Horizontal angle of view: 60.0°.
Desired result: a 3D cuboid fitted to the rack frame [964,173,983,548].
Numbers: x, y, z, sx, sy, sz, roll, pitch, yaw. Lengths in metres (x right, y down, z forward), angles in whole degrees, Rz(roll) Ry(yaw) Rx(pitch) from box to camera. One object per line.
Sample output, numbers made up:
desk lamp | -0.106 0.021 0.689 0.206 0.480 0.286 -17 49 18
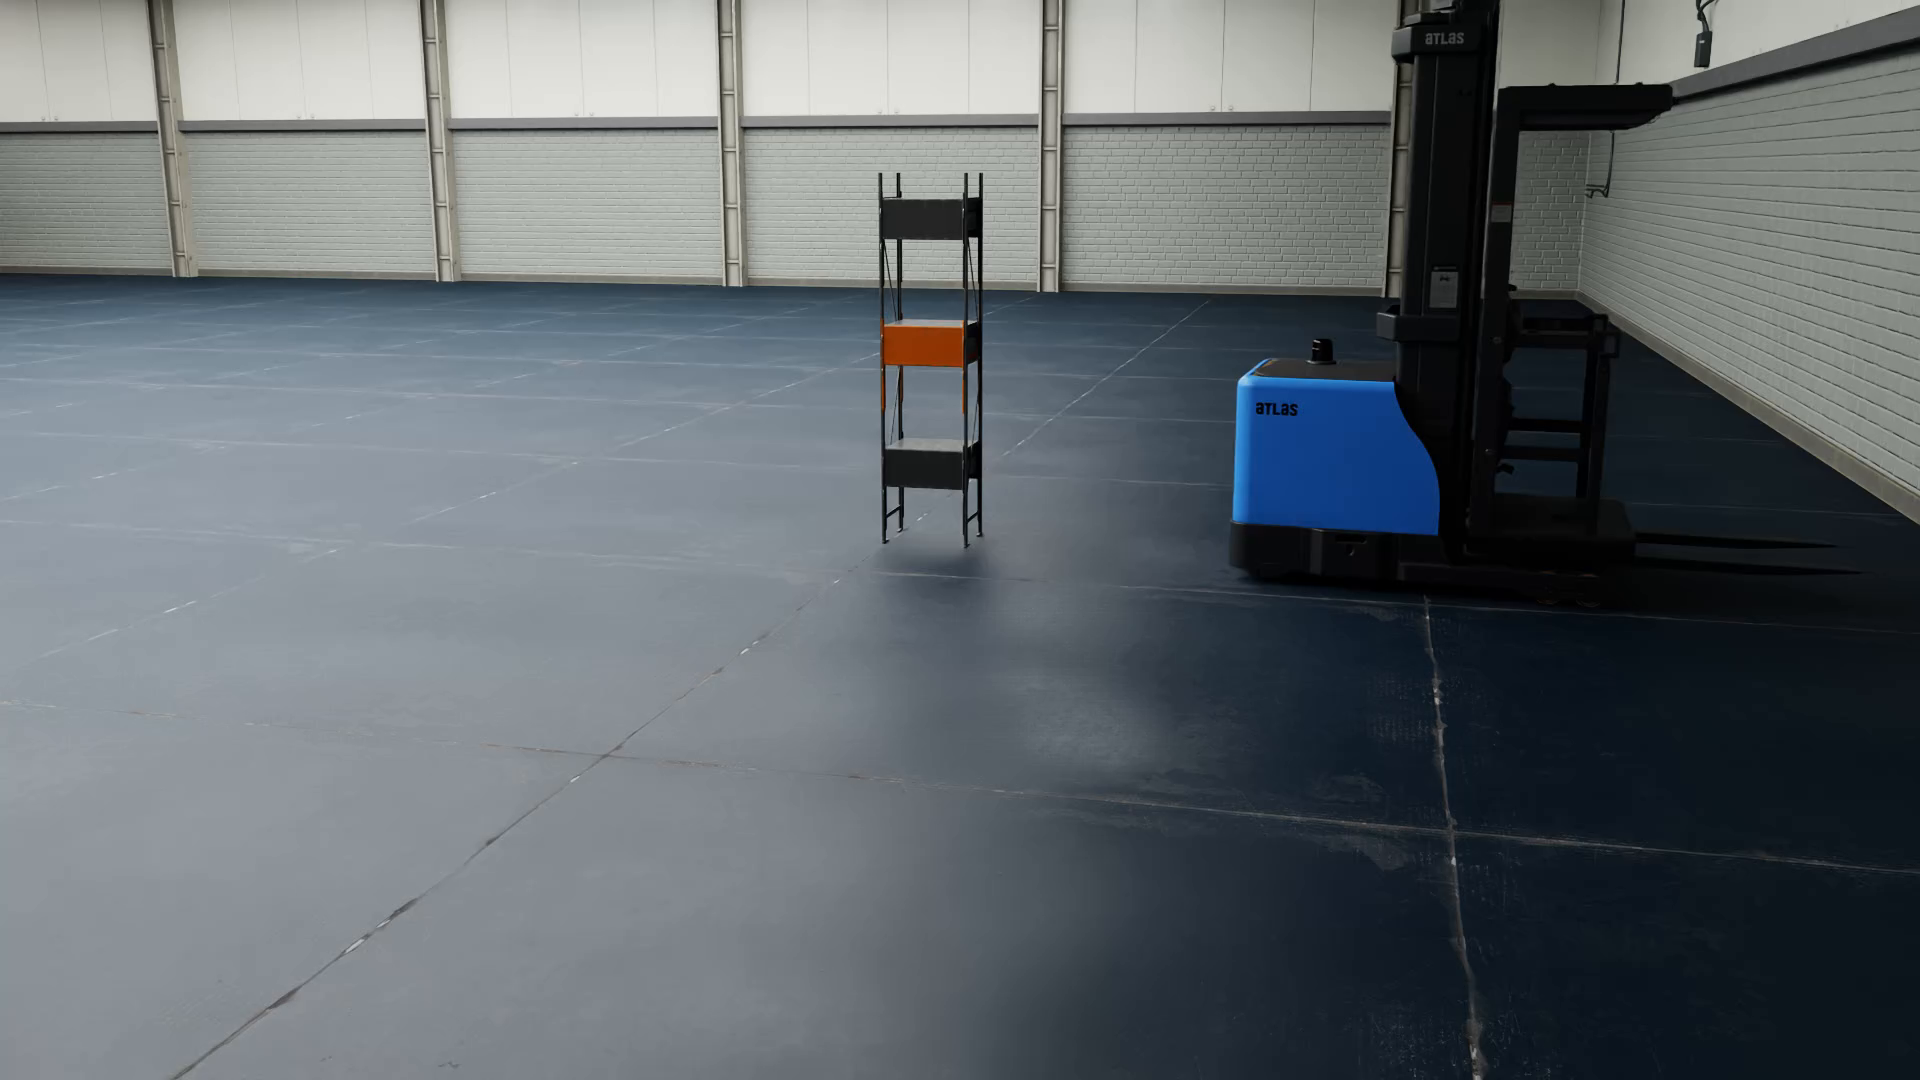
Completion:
rack frame | 0.076 -1.021 9.488 0.015 2.100 0.400 3 13 14

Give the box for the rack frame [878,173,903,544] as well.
rack frame | -0.398 -1.046 9.602 0.015 2.100 0.400 3 13 14

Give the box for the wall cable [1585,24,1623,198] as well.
wall cable | 9.972 -6.607 25.907 0.112 2.526 3.097 3 13 14

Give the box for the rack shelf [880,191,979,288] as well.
rack shelf | -0.161 -1.704 9.396 0.480 0.518 0.431 3 13 14

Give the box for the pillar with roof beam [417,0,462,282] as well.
pillar with roof beam | -11.078 -8.583 27.643 0.400 9.000 9.100 3 13 14

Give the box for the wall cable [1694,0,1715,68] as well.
wall cable | 7.682 -7.788 16.208 0.169 6.003 2.305 3 13 14

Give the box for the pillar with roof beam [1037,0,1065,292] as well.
pillar with roof beam | 0.572 -7.960 24.836 0.400 9.000 9.100 3 13 14

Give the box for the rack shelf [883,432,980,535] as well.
rack shelf | -0.161 -0.337 9.700 0.480 0.518 0.431 3 13 14

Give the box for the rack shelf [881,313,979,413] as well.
rack shelf | -0.161 -1.020 9.548 0.480 0.518 0.431 3 13 14

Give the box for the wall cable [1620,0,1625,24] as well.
wall cable | 9.324 -8.504 22.796 0.112 2.526 3.097 3 13 14

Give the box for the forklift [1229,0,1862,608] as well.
forklift | 3.001 -1.226 8.491 3.031 2.935 1.130 4 13 17

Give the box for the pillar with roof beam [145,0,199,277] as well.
pillar with roof beam | -16.903 -8.894 29.046 0.400 9.000 9.100 3 13 14

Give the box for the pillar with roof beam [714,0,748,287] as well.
pillar with roof beam | -5.253 -8.271 26.239 0.400 9.000 9.100 3 13 14

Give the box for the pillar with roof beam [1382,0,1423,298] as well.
pillar with roof beam | 6.397 -7.649 23.433 0.400 9.000 9.100 3 13 14

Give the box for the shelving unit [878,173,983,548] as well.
shelving unit | -0.161 -1.034 9.545 0.503 2.100 0.431 3 13 14
